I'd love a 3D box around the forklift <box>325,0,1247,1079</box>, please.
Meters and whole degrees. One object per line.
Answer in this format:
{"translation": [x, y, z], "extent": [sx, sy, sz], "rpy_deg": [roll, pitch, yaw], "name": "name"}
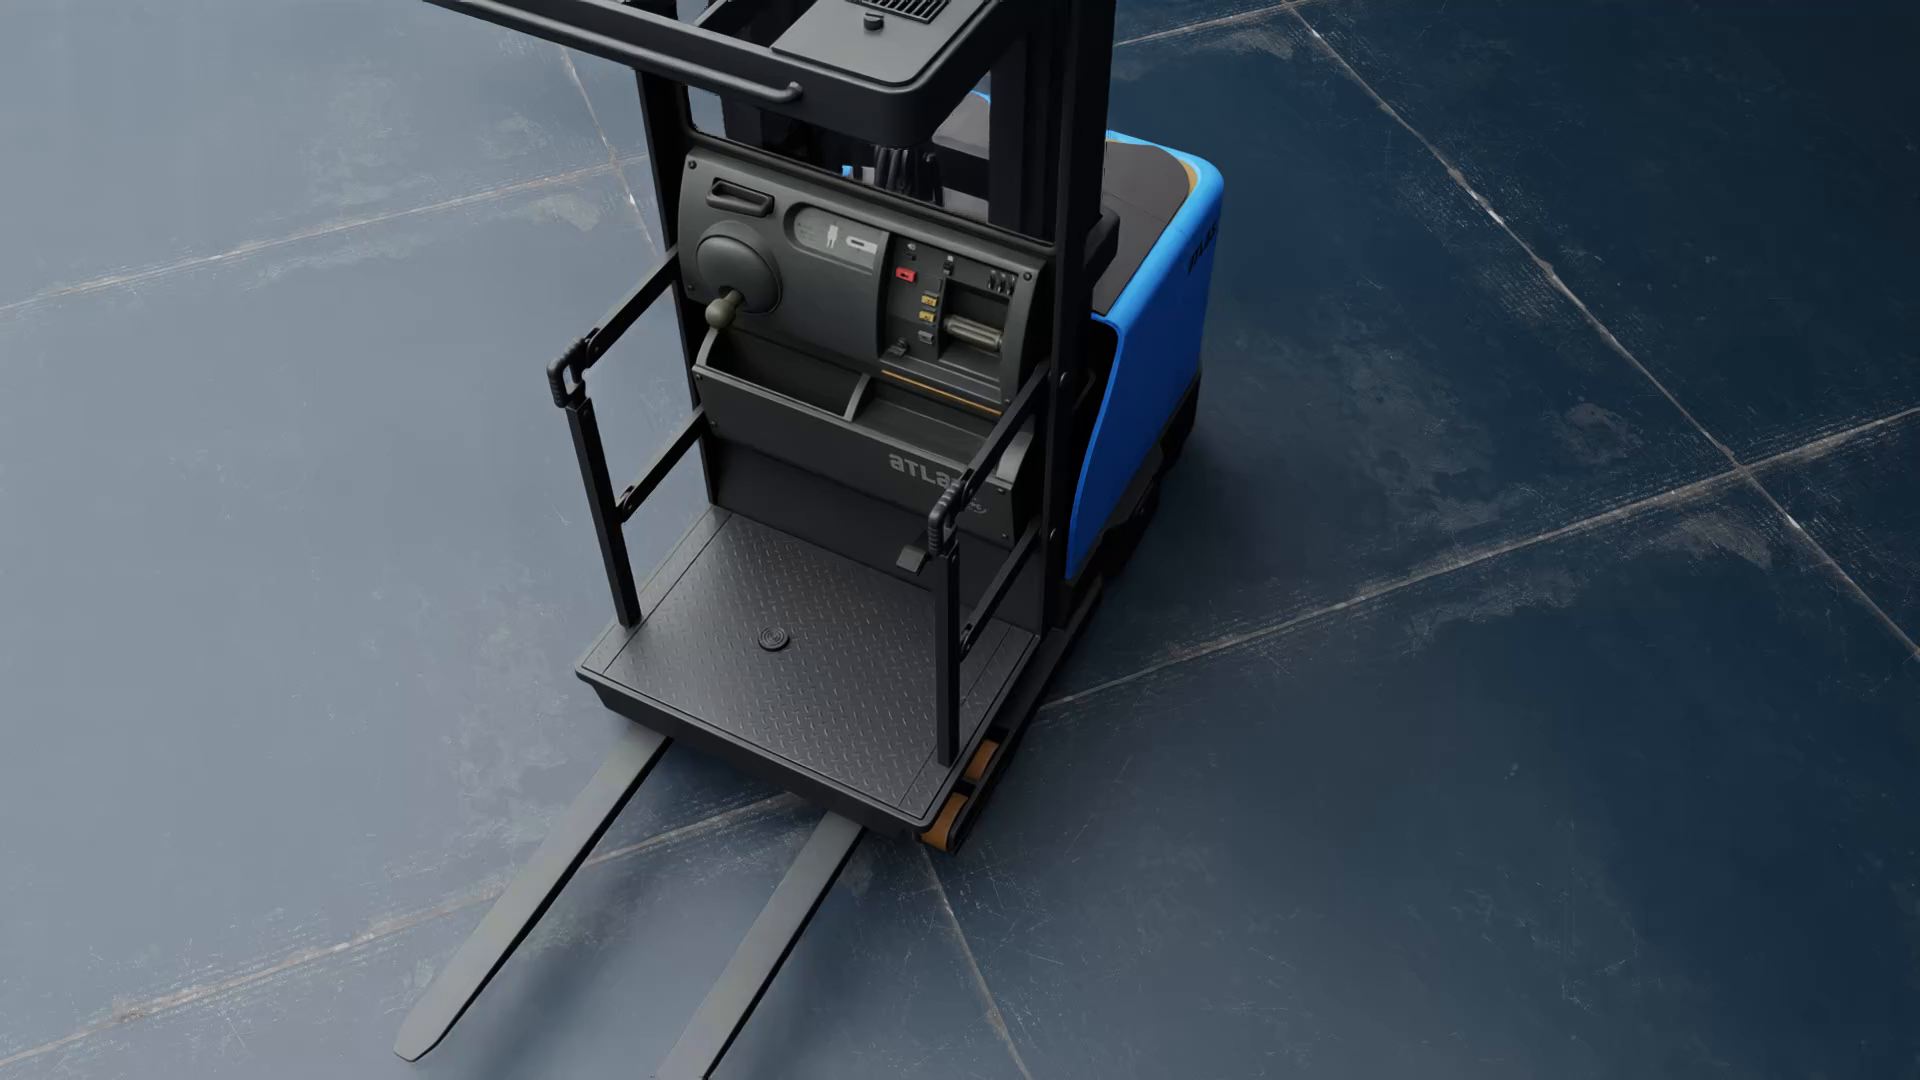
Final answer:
{"translation": [-0.415, -0.538, 3.780], "extent": [1.130, 2.935, 3.031], "rpy_deg": [27, 55, 22], "name": "forklift"}
